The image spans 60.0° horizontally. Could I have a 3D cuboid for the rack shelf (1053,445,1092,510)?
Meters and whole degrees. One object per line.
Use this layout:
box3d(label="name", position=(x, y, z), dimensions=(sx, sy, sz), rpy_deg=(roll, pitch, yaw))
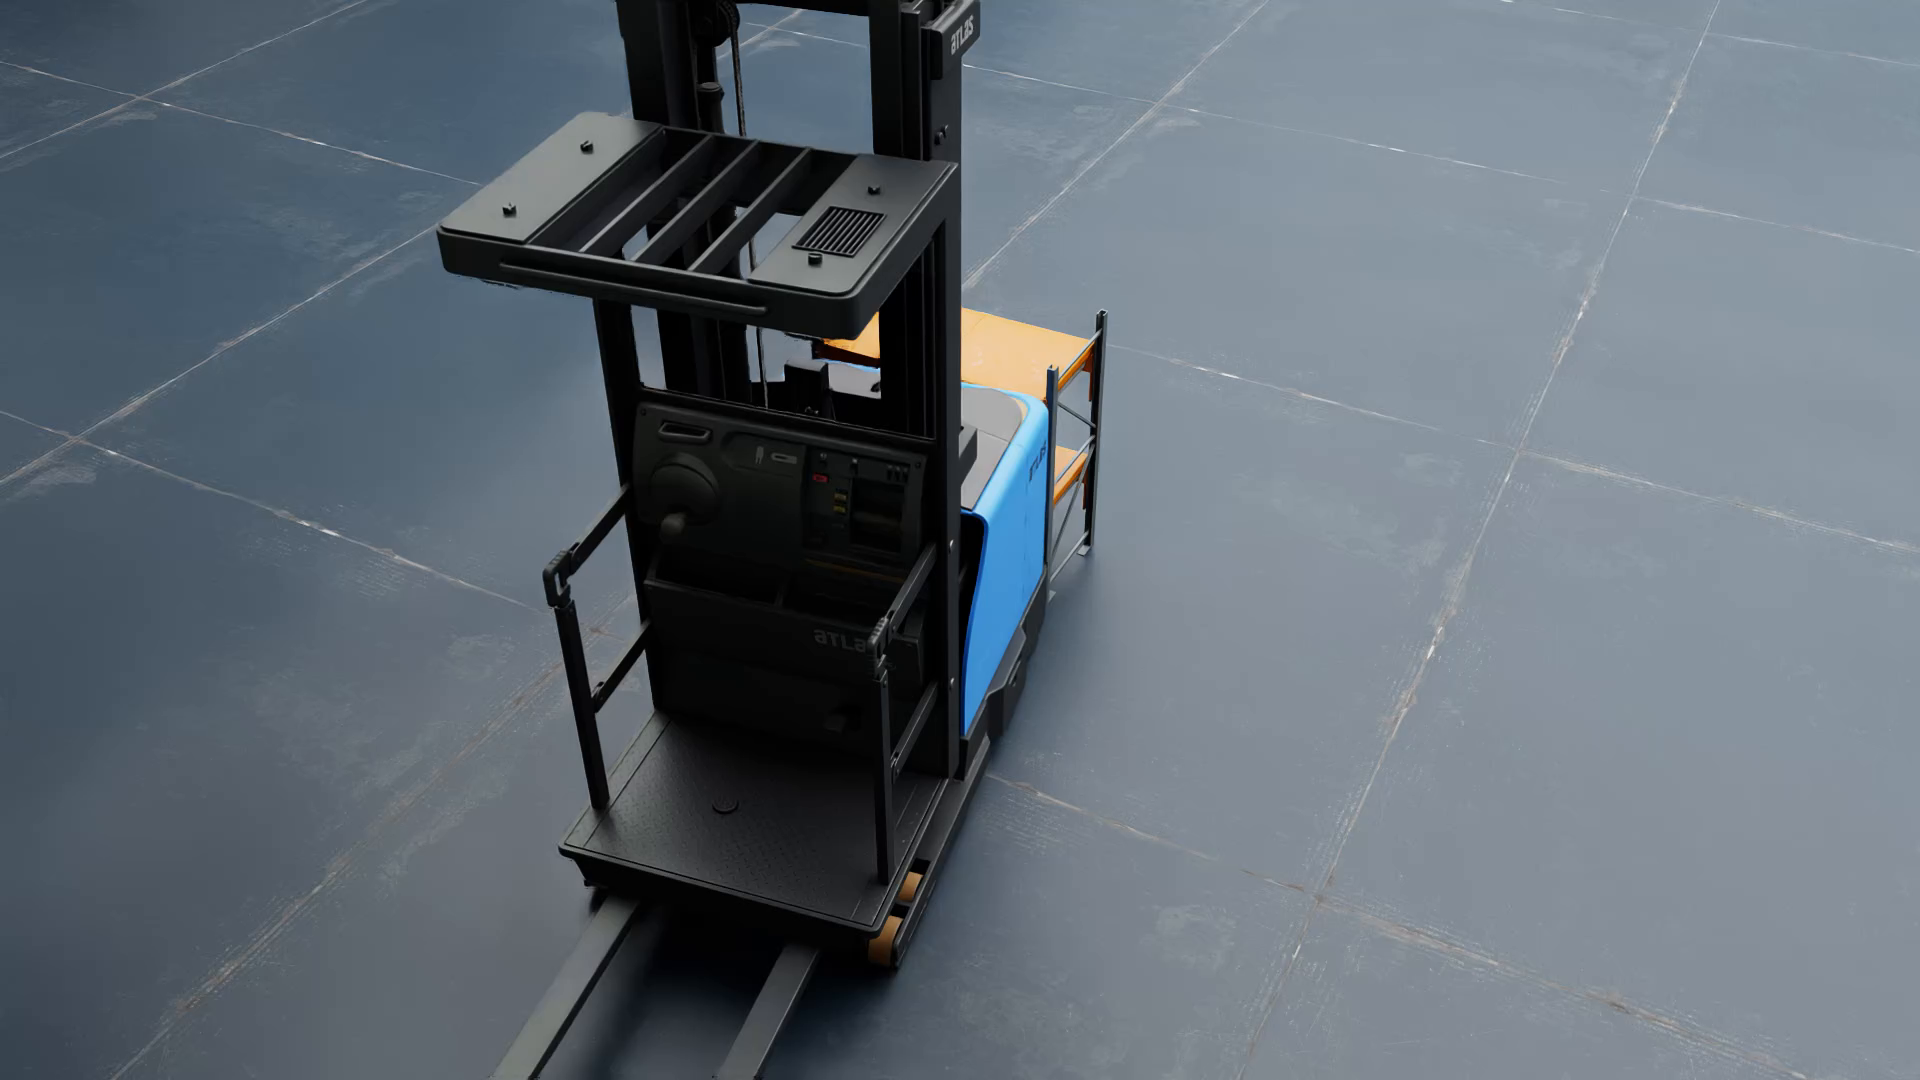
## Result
box3d(label="rack shelf", position=(-0.006, -0.255, 6.933), dimensions=(1.000, 0.278, 0.538), rpy_deg=(17, 41, 21))

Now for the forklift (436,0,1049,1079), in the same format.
box3d(label="forklift", position=(-0.613, -0.082, 4.806), dimensions=(1.130, 2.935, 3.031), rpy_deg=(11, 39, 15))

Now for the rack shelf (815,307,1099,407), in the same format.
box3d(label="rack shelf", position=(-0.006, -0.683, 6.608), dimensions=(1.000, 0.278, 0.538), rpy_deg=(17, 41, 21))

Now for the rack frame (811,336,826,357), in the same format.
box3d(label="rack frame", position=(-0.457, -0.591, 6.971), dimensions=(0.032, 1.125, 0.500), rpy_deg=(17, 41, 21))

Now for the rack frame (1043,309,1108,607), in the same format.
box3d(label="rack frame", position=(0.445, -0.309, 6.599), dimensions=(0.032, 1.125, 0.500), rpy_deg=(17, 41, 21))

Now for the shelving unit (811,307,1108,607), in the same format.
box3d(label="shelving unit", position=(-0.006, -0.450, 6.785), dimensions=(1.048, 1.125, 0.538), rpy_deg=(17, 41, 21))
